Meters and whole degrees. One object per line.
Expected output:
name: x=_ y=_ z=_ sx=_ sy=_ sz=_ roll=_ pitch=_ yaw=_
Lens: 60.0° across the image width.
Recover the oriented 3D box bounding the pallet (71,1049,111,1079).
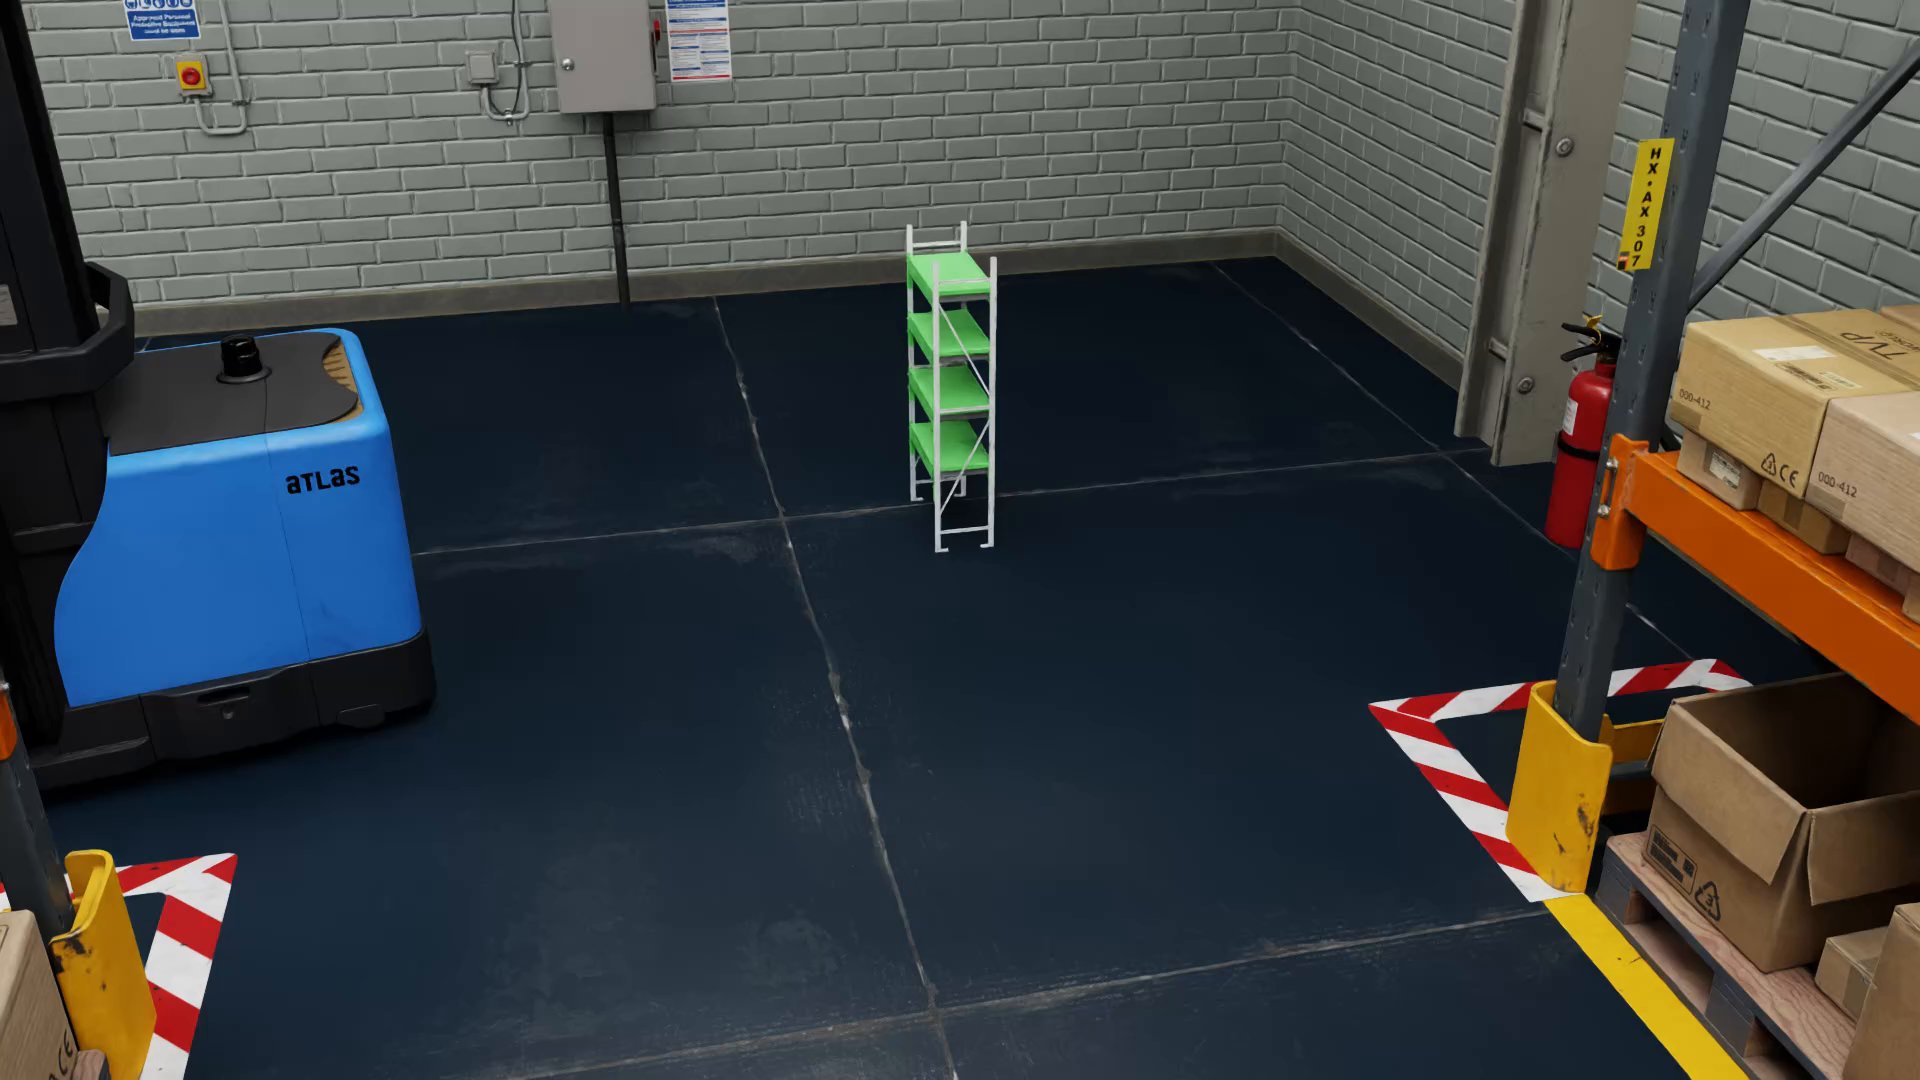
pallet: x=-2.362 y=1.602 z=3.342 sx=1.003 sy=0.211 sz=1.213 roll=-6 pitch=27 yaw=-12

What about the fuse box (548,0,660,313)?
fuse box: x=-1.832 y=-2.033 z=8.879 sx=0.539 sy=1.711 sz=0.414 roll=-6 pitch=27 yaw=-12

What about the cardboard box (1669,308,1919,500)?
cardboard box: x=2.057 y=-0.331 z=3.914 sx=0.500 sy=0.250 sz=0.500 roll=-6 pitch=27 yaw=-11

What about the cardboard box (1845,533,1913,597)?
cardboard box: x=2.219 y=0.011 z=3.678 sx=0.380 sy=0.149 sz=0.250 roll=-6 pitch=27 yaw=-12

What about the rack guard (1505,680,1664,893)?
rack guard: x=2.234 y=0.657 z=4.893 sx=1.175 sy=0.500 sz=0.348 roll=-6 pitch=27 yaw=-12

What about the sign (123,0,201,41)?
sign: x=-3.973 y=-2.602 z=8.276 sx=0.327 sy=0.218 sz=0.001 roll=-6 pitch=27 yaw=-12

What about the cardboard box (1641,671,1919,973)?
cardboard box: x=2.262 y=0.713 z=4.312 sx=0.797 sy=0.503 sz=0.637 roll=-7 pitch=28 yaw=-14

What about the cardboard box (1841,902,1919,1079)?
cardboard box: x=2.417 y=1.094 z=3.562 sx=0.700 sy=0.500 sz=0.500 roll=-5 pitch=27 yaw=-9

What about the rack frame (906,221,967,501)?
rack frame: x=-0.092 y=-0.715 z=6.836 sx=0.240 sy=1.200 sz=0.015 roll=-6 pitch=27 yaw=-12

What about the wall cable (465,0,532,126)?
wall cable: x=-2.533 y=-3.062 z=8.360 sx=0.588 sy=1.984 sz=0.122 roll=-6 pitch=27 yaw=-12

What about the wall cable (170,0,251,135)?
wall cable: x=-3.912 y=-2.927 z=8.057 sx=0.585 sy=1.953 sz=0.123 roll=-6 pitch=27 yaw=-12

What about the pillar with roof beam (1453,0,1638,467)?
pillar with roof beam: x=-1.707 y=-4.008 z=4.704 sx=9.100 sy=9.000 sz=0.400 roll=-6 pitch=27 yaw=-12

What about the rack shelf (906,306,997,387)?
rack shelf: x=-0.037 y=-0.766 z=6.544 sx=0.258 sy=0.148 sz=0.480 roll=-6 pitch=27 yaw=-12

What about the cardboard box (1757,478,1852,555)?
cardboard box: x=2.126 y=-0.101 z=3.899 sx=0.380 sy=0.149 sz=0.250 roll=-5 pitch=27 yaw=-10

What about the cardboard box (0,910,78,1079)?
cardboard box: x=-2.372 y=1.250 z=3.323 sx=0.875 sy=0.438 sz=0.875 roll=-7 pitch=28 yaw=-13

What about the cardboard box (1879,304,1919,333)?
cardboard box: x=2.579 y=-0.383 z=4.016 sx=0.500 sy=0.250 sz=0.500 roll=-5 pitch=27 yaw=-10

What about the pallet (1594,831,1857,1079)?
pallet: x=2.415 y=1.136 z=4.265 sx=1.003 sy=0.211 sz=1.213 roll=-6 pitch=27 yaw=-12

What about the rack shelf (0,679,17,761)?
rack shelf: x=-2.168 y=1.213 z=1.816 sx=1.077 sy=0.370 sz=4.000 roll=-6 pitch=27 yaw=-12

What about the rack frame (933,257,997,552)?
rack frame: x=0.018 y=-0.501 z=6.411 sx=0.240 sy=1.200 sz=0.015 roll=-6 pitch=27 yaw=-12

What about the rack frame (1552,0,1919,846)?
rack frame: x=2.217 y=-0.492 z=4.396 sx=1.000 sy=3.000 sz=0.127 roll=-6 pitch=27 yaw=-12

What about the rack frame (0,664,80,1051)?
rack frame: x=-2.618 y=0.014 z=3.394 sx=1.000 sy=3.000 sz=0.127 roll=-6 pitch=27 yaw=-12

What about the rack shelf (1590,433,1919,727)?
rack shelf: x=2.668 y=0.707 z=2.818 sx=1.077 sy=0.370 sz=4.000 roll=-6 pitch=27 yaw=-12

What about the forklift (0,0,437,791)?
forklift: x=-3.323 y=-0.650 z=4.784 sx=3.031 sy=2.935 sz=1.130 roll=-11 pitch=29 yaw=-21

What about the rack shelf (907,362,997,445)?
rack shelf: x=-0.037 y=-0.551 z=6.652 sx=0.258 sy=0.148 sz=0.480 roll=-6 pitch=27 yaw=-12

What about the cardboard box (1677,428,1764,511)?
cardboard box: x=2.024 y=-0.208 z=4.111 sx=0.380 sy=0.149 sz=0.250 roll=-6 pitch=27 yaw=-12

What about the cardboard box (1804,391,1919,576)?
cardboard box: x=2.170 y=-0.110 z=3.475 sx=0.500 sy=0.250 sz=0.500 roll=-6 pitch=27 yaw=-11

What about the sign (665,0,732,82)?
sign: x=-1.398 y=-2.707 z=8.890 sx=0.329 sy=0.494 sz=0.001 roll=-6 pitch=27 yaw=-12

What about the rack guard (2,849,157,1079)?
rack guard: x=-2.624 y=1.119 z=3.978 sx=1.175 sy=0.500 sz=0.348 roll=-6 pitch=27 yaw=-12

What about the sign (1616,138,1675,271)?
sign: x=1.688 y=-0.823 z=4.091 sx=0.100 sy=0.325 sz=0.005 roll=-6 pitch=27 yaw=-12

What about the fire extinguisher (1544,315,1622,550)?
fire extinguisher: x=1.733 y=-0.309 z=4.532 sx=0.296 sy=0.674 sz=0.183 roll=-6 pitch=27 yaw=-12

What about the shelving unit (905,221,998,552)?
shelving unit: x=-0.037 y=-0.608 z=6.624 sx=0.258 sy=1.200 sz=0.503 roll=-6 pitch=27 yaw=-12

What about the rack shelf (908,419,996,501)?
rack shelf: x=-0.037 y=-0.337 z=6.761 sx=0.258 sy=0.148 sz=0.480 roll=-6 pitch=27 yaw=-12

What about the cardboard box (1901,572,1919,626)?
cardboard box: x=2.216 y=0.128 z=3.445 sx=0.380 sy=0.149 sz=0.250 roll=-5 pitch=27 yaw=-10

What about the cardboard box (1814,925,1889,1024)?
cardboard box: x=2.320 y=1.062 z=4.015 sx=0.380 sy=0.149 sz=0.250 roll=-7 pitch=28 yaw=-14

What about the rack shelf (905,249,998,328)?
rack shelf: x=-0.037 y=-0.980 z=6.436 sx=0.258 sy=0.148 sz=0.480 roll=-6 pitch=27 yaw=-12
